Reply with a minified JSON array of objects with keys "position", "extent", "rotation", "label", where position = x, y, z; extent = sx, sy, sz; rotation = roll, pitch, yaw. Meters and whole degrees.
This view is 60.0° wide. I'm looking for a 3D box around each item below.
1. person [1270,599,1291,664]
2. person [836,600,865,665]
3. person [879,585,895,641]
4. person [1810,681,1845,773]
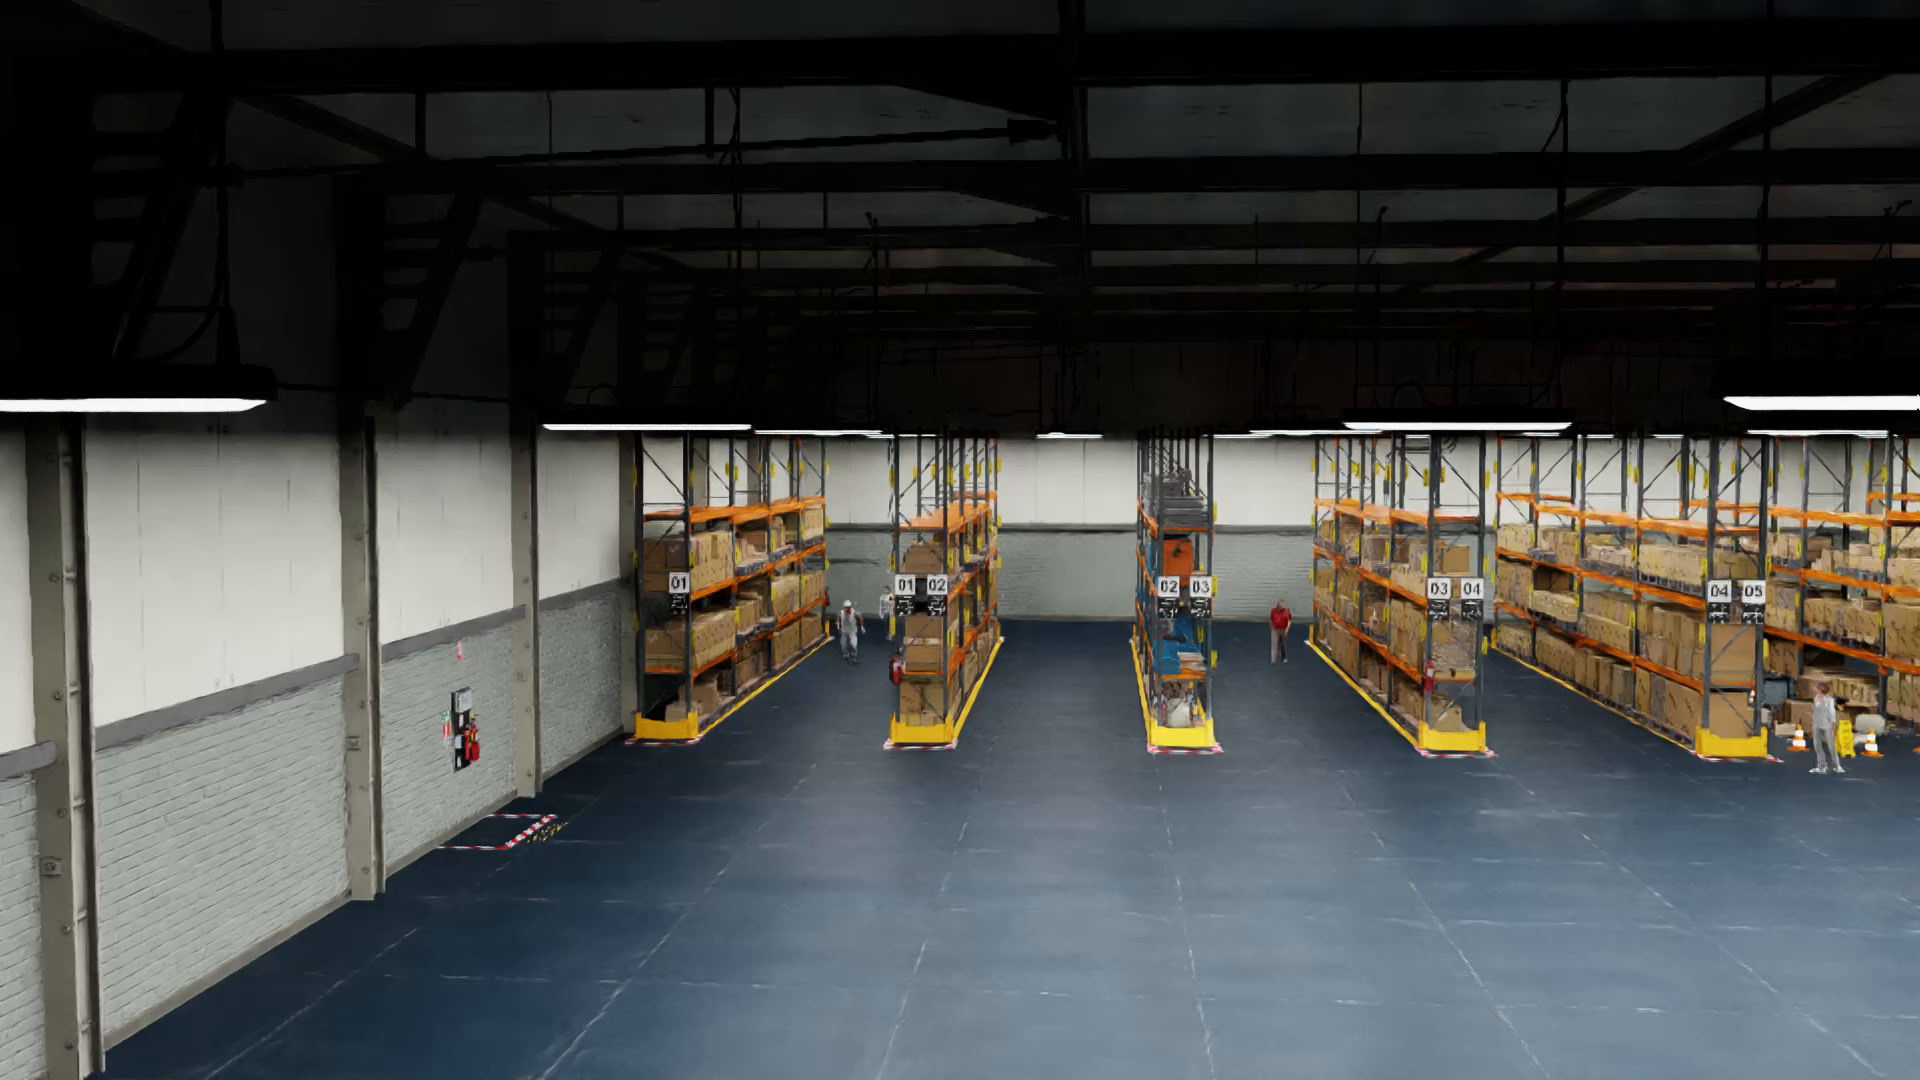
[{"position":[8.178,2.325,42.503],"extent":[0.519,1.656,1.031],"rotation":[1,4,13],"label":"person"},{"position":[-2.799,2.351,42.026],"extent":[0.688,1.710,0.782],"rotation":[1,3,10],"label":"person"},{"position":[-2.064,2.062,47.397],"extent":[0.495,1.589,1.086],"rotation":[0,3,7],"label":"person"},{"position":[14.901,3.219,28.565],"extent":[0.490,1.589,0.516],"rotation":[-1,4,-21],"label":"person"}]
